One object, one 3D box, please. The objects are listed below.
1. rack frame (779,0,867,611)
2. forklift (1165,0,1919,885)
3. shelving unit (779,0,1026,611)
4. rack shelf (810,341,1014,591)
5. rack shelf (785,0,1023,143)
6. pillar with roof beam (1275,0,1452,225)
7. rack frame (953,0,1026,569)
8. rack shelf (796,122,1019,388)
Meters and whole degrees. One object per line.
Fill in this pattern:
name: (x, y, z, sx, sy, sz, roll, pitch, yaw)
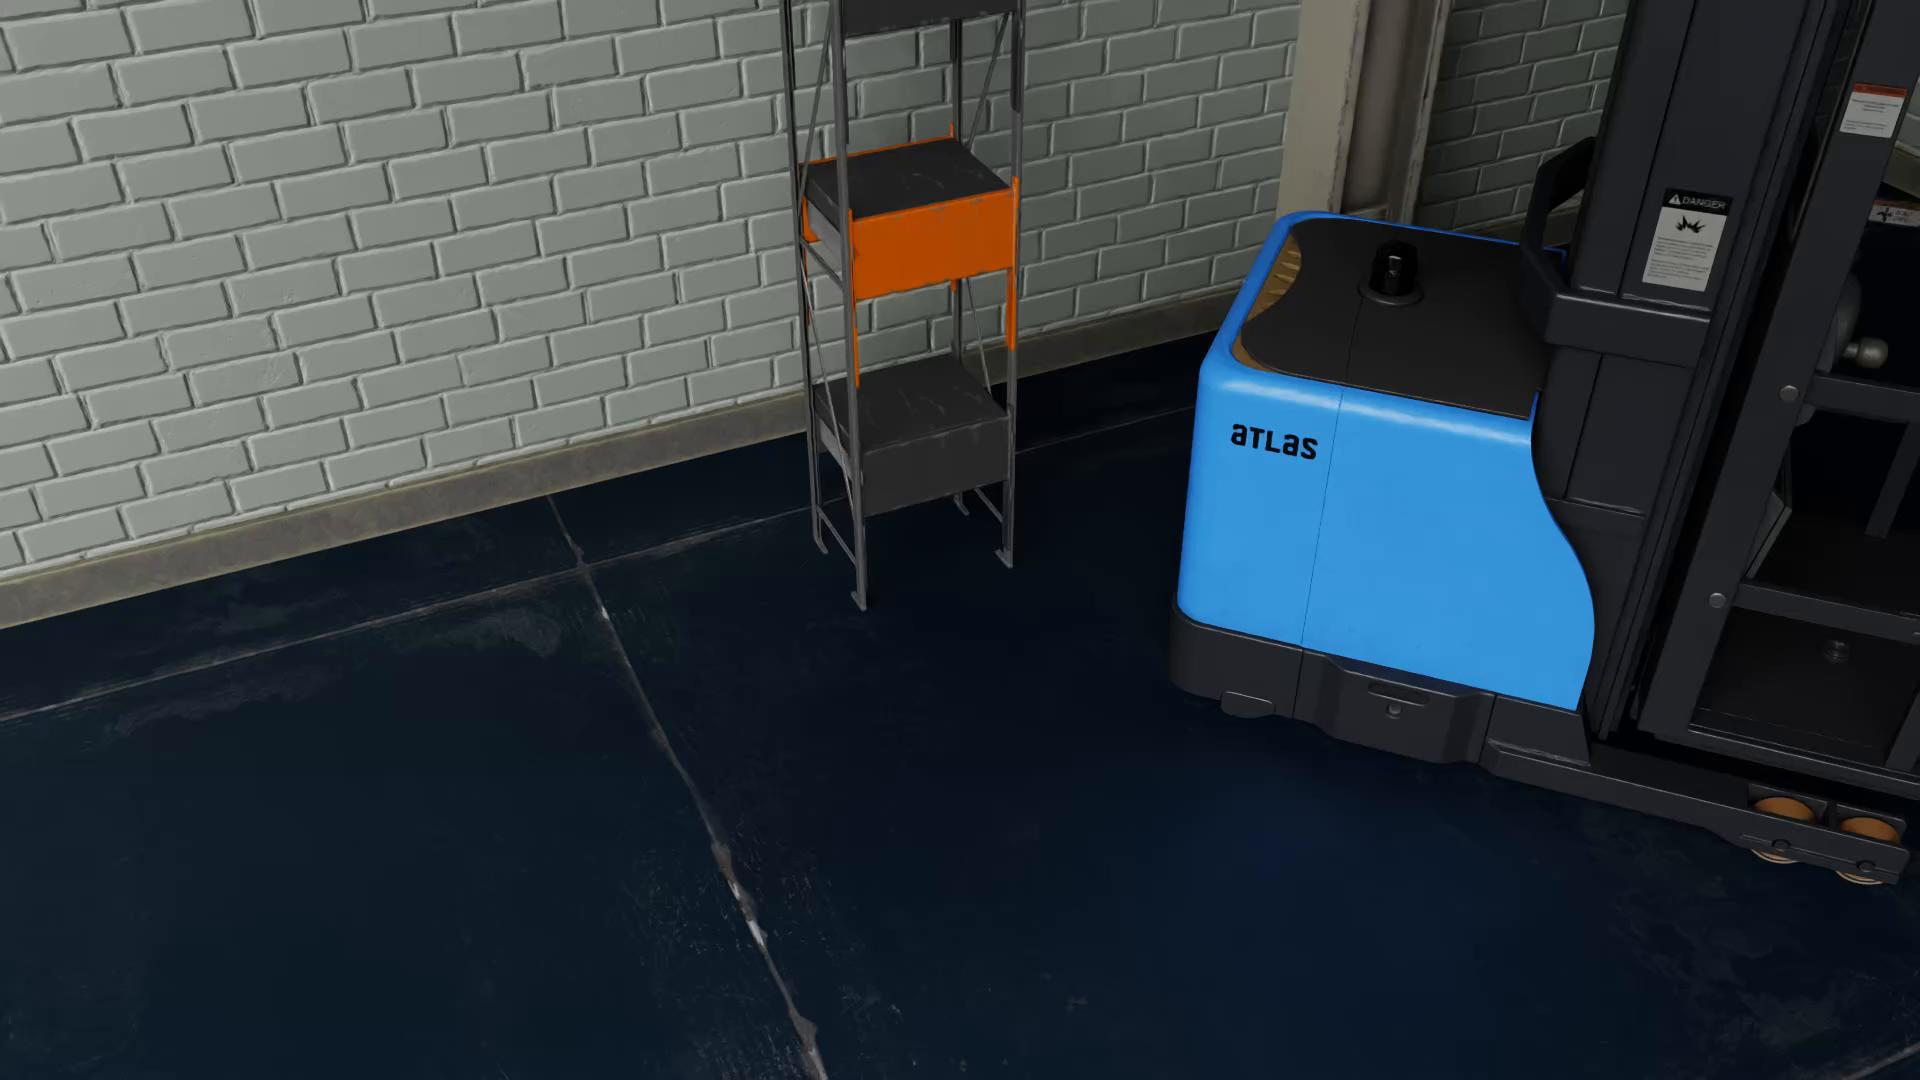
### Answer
rack frame: (-0.371, -0.740, 4.485, 0.015, 2.100, 0.400, -16, 39, -20)
forklift: (2.144, -0.688, 3.717, 3.031, 2.935, 1.130, 13, 38, 17)
shelving unit: (-0.150, -0.801, 4.568, 0.503, 2.100, 0.431, -16, 39, -20)
rack shelf: (-0.150, -0.228, 4.993, 0.480, 0.518, 0.431, -16, 39, -20)
rack shelf: (-0.150, -1.353, 4.159, 0.480, 0.518, 0.431, -16, 39, -20)
pillar with roof beam: (3.245, -2.138, 0.579, 0.400, 9.000, 9.100, -16, 39, -20)
rack frame: (0.071, -0.863, 4.651, 0.015, 2.100, 0.400, -16, 39, -20)
rack shelf: (-0.150, -0.790, 4.576, 0.480, 0.518, 0.431, -16, 39, -20)
